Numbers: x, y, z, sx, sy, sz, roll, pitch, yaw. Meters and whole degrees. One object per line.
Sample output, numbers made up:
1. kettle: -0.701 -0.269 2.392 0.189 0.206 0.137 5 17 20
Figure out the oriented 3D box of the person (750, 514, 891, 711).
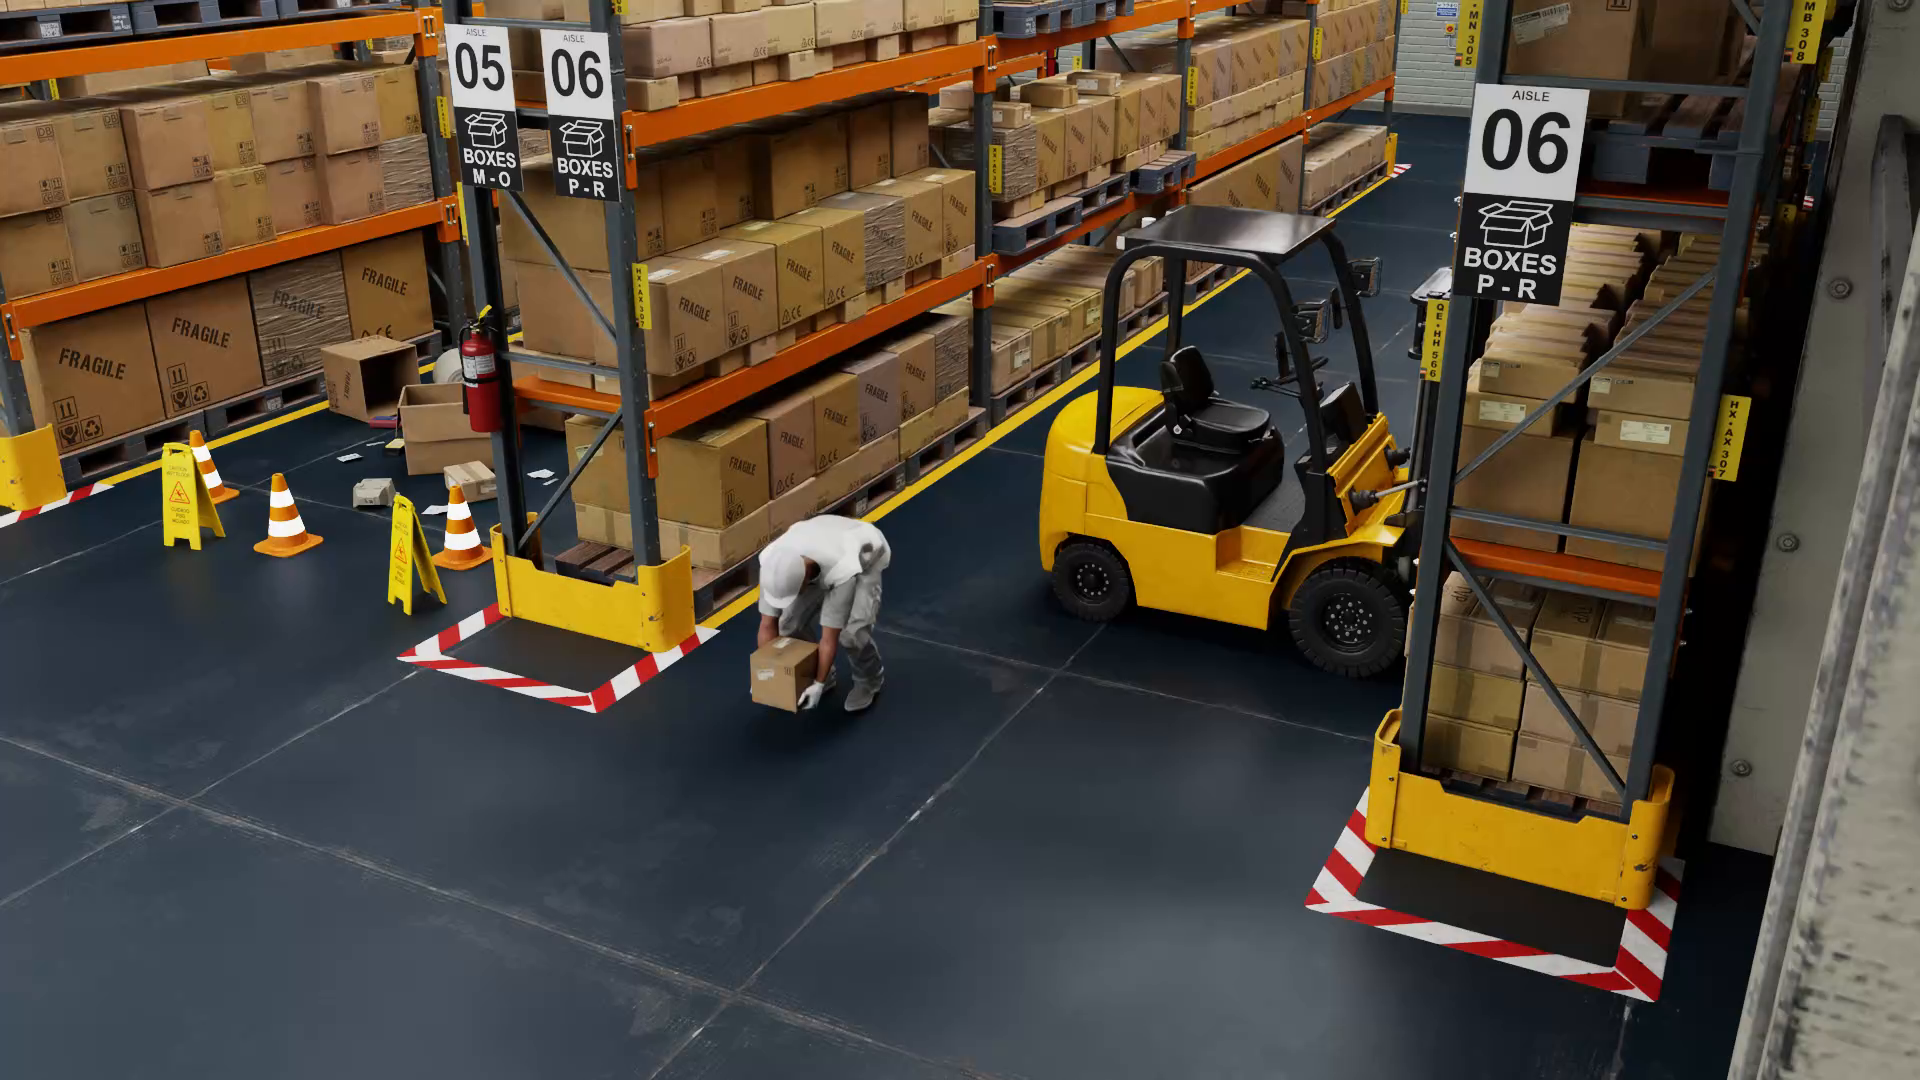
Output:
1. person: -0.679 0.387 8.148 0.522 1.007 0.964 10 24 22
